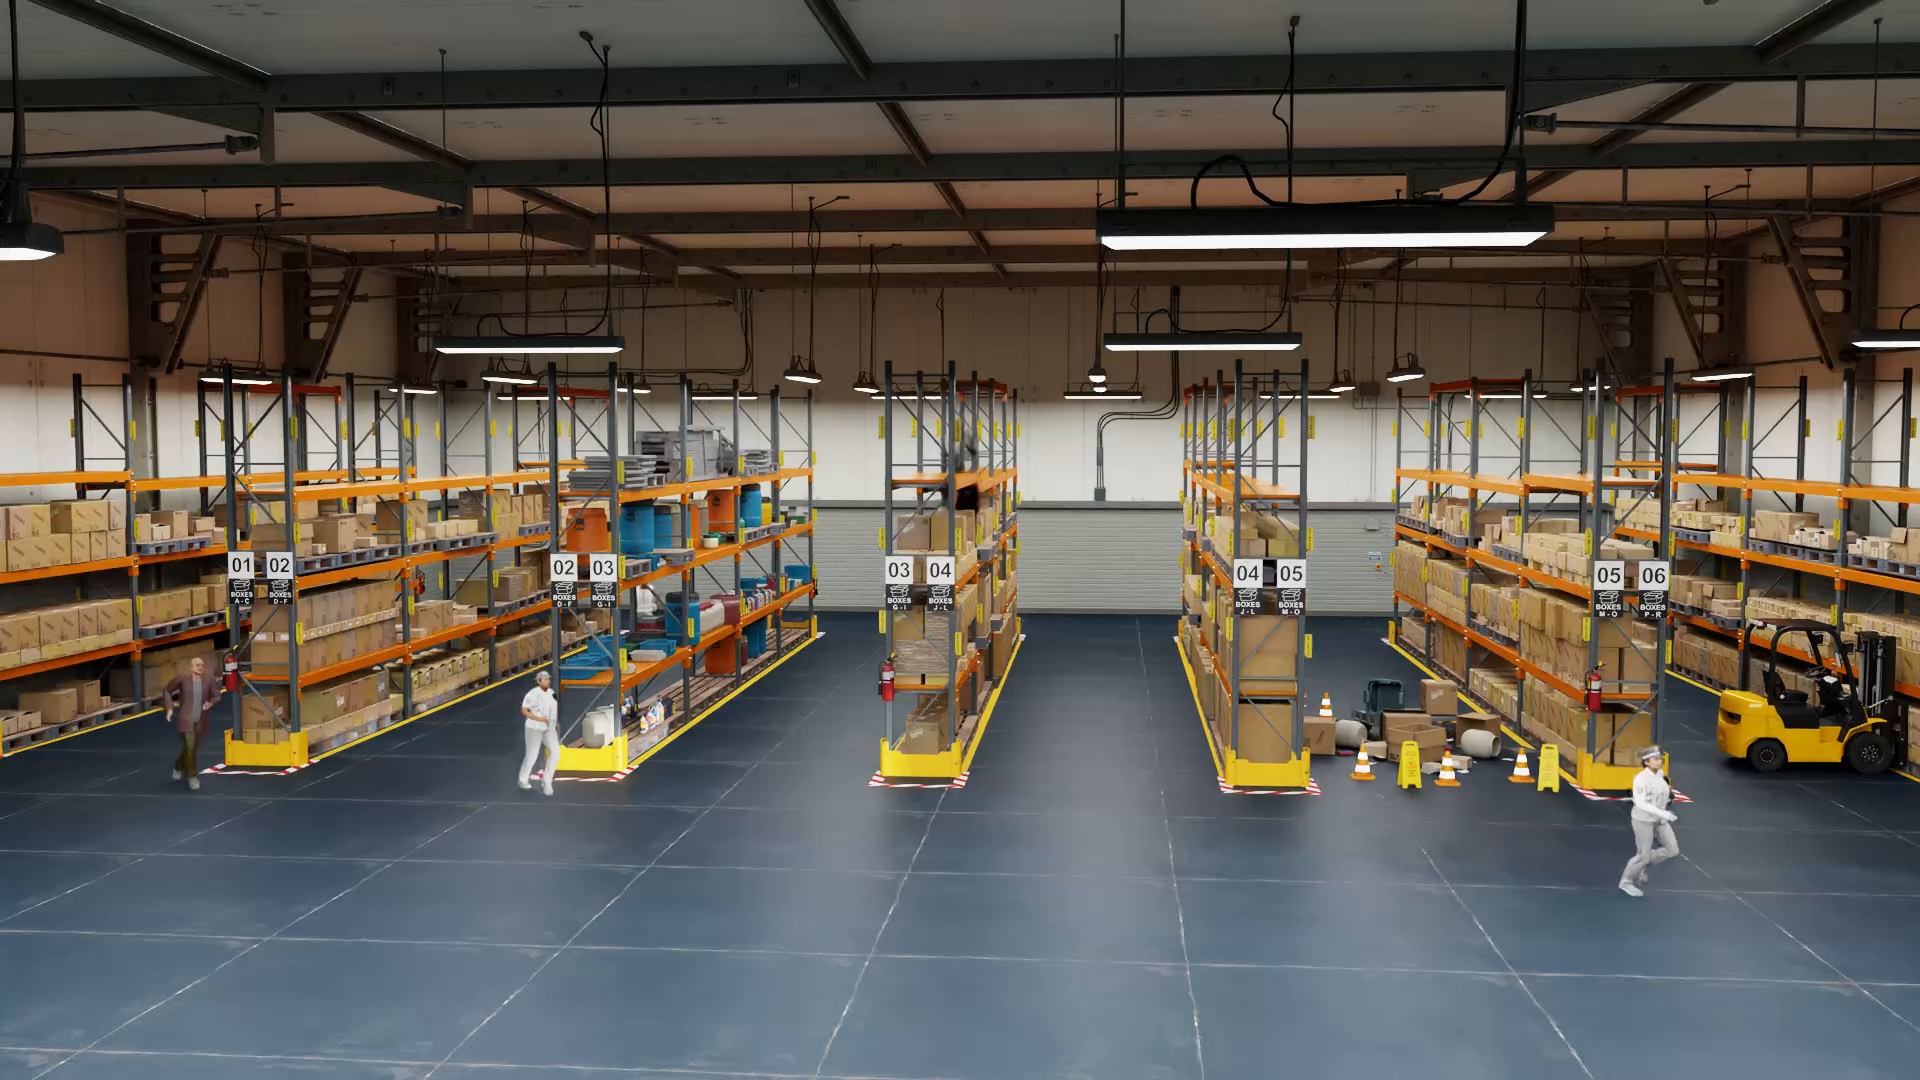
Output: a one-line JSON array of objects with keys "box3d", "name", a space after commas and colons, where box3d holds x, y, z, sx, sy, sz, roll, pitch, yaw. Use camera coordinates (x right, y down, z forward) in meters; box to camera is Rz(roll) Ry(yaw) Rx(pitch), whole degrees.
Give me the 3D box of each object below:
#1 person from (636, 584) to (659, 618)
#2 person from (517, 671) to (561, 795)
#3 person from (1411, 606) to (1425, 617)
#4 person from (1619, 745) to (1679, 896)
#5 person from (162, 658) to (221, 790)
[{"box3d": [-7.128, 1.654, 37.487, 0.626, 1.817, 0.783, 0, 4, -5], "name": "person"}, {"box3d": [-5.807, 2.671, 23.107, 0.630, 1.671, 0.689, -4, 5, -45], "name": "person"}, {"box3d": [11.202, 1.514, 40.342, 0.604, 1.687, 0.715, 3, 5, 38], "name": "person"}, {"box3d": [7.429, 3.006, 17.818, 0.639, 1.658, 0.679, -2, 4, -31], "name": "person"}, {"box3d": [-10.796, 2.563, 23.515, 0.715, 1.770, 0.941, -4, 5, -44], "name": "person"}]
